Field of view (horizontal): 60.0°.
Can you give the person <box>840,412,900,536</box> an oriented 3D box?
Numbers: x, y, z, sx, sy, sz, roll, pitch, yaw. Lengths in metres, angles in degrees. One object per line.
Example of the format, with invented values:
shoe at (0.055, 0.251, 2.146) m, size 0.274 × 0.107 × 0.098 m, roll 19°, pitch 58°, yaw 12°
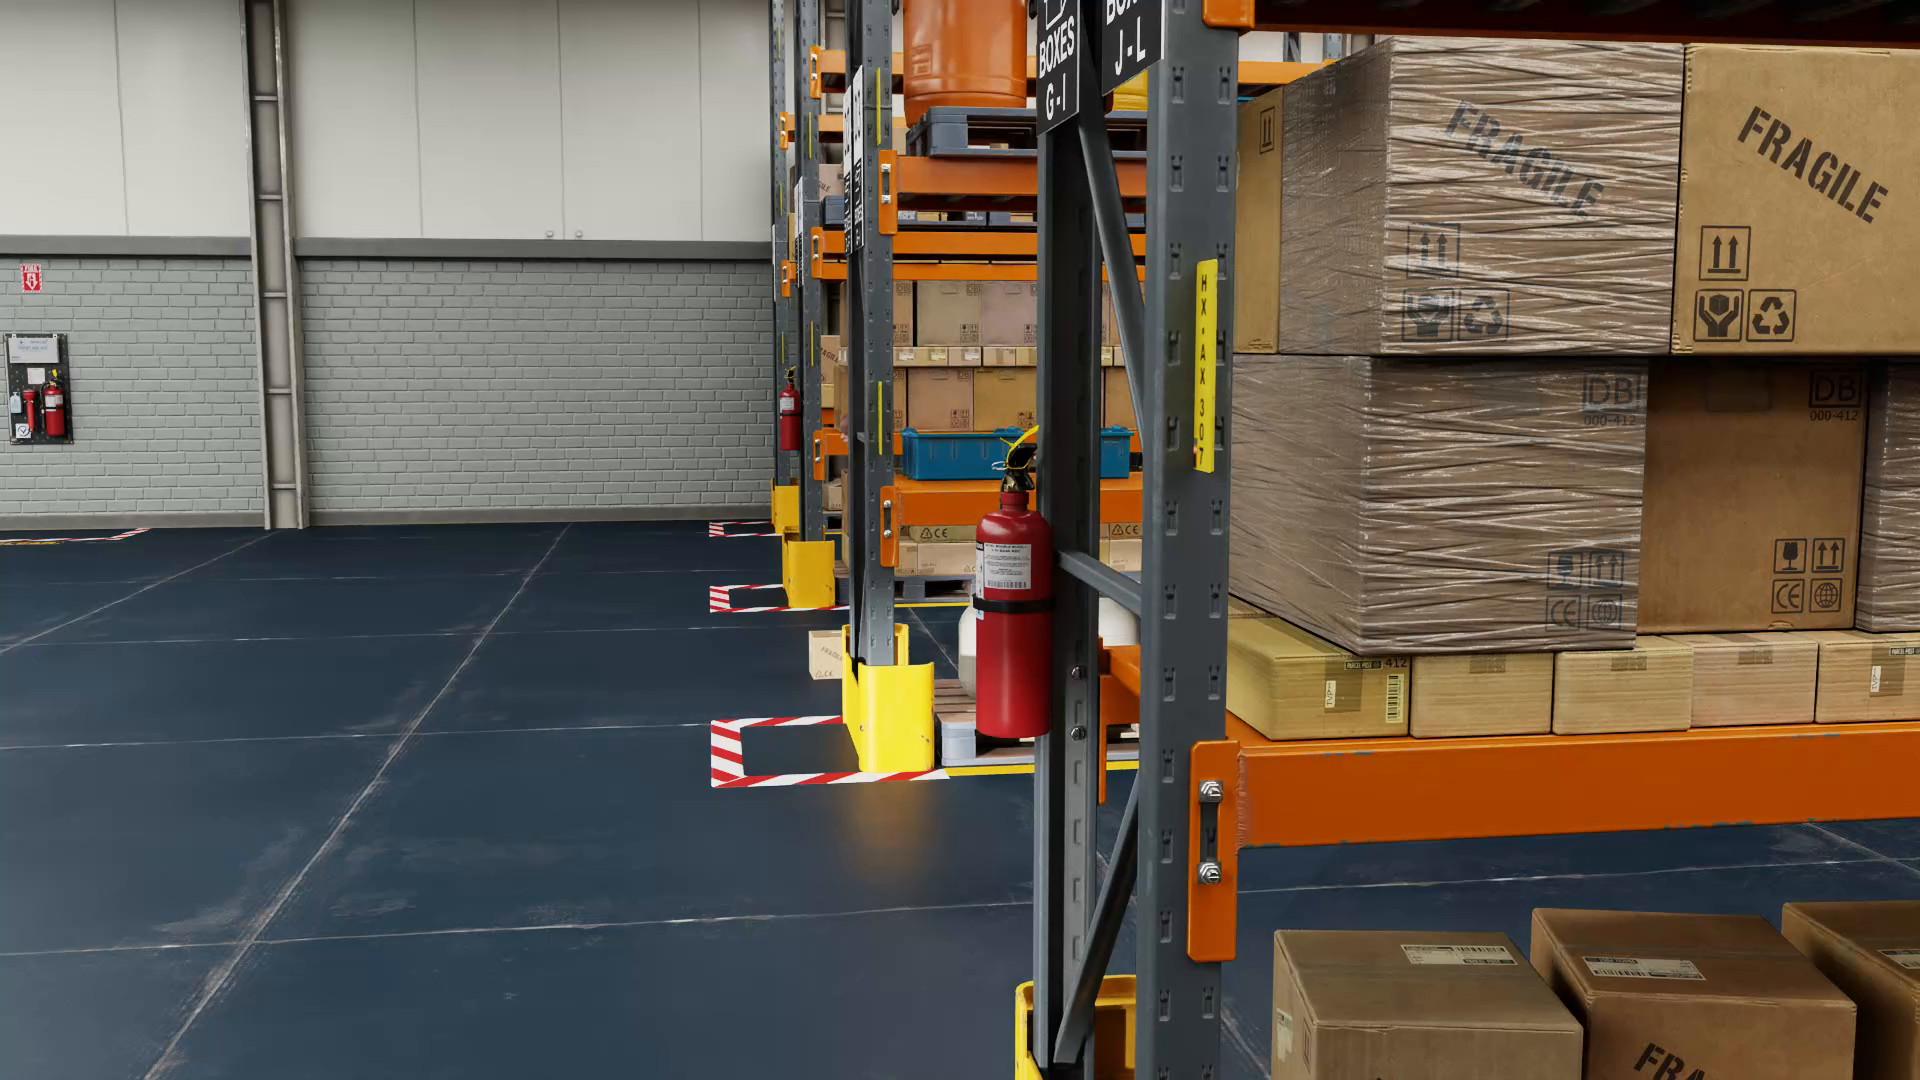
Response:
person at (-0.538, 0.014, 9.918) m, size 0.350 × 1.591 × 0.470 m, roll -1°, pitch 7°, yaw -9°
